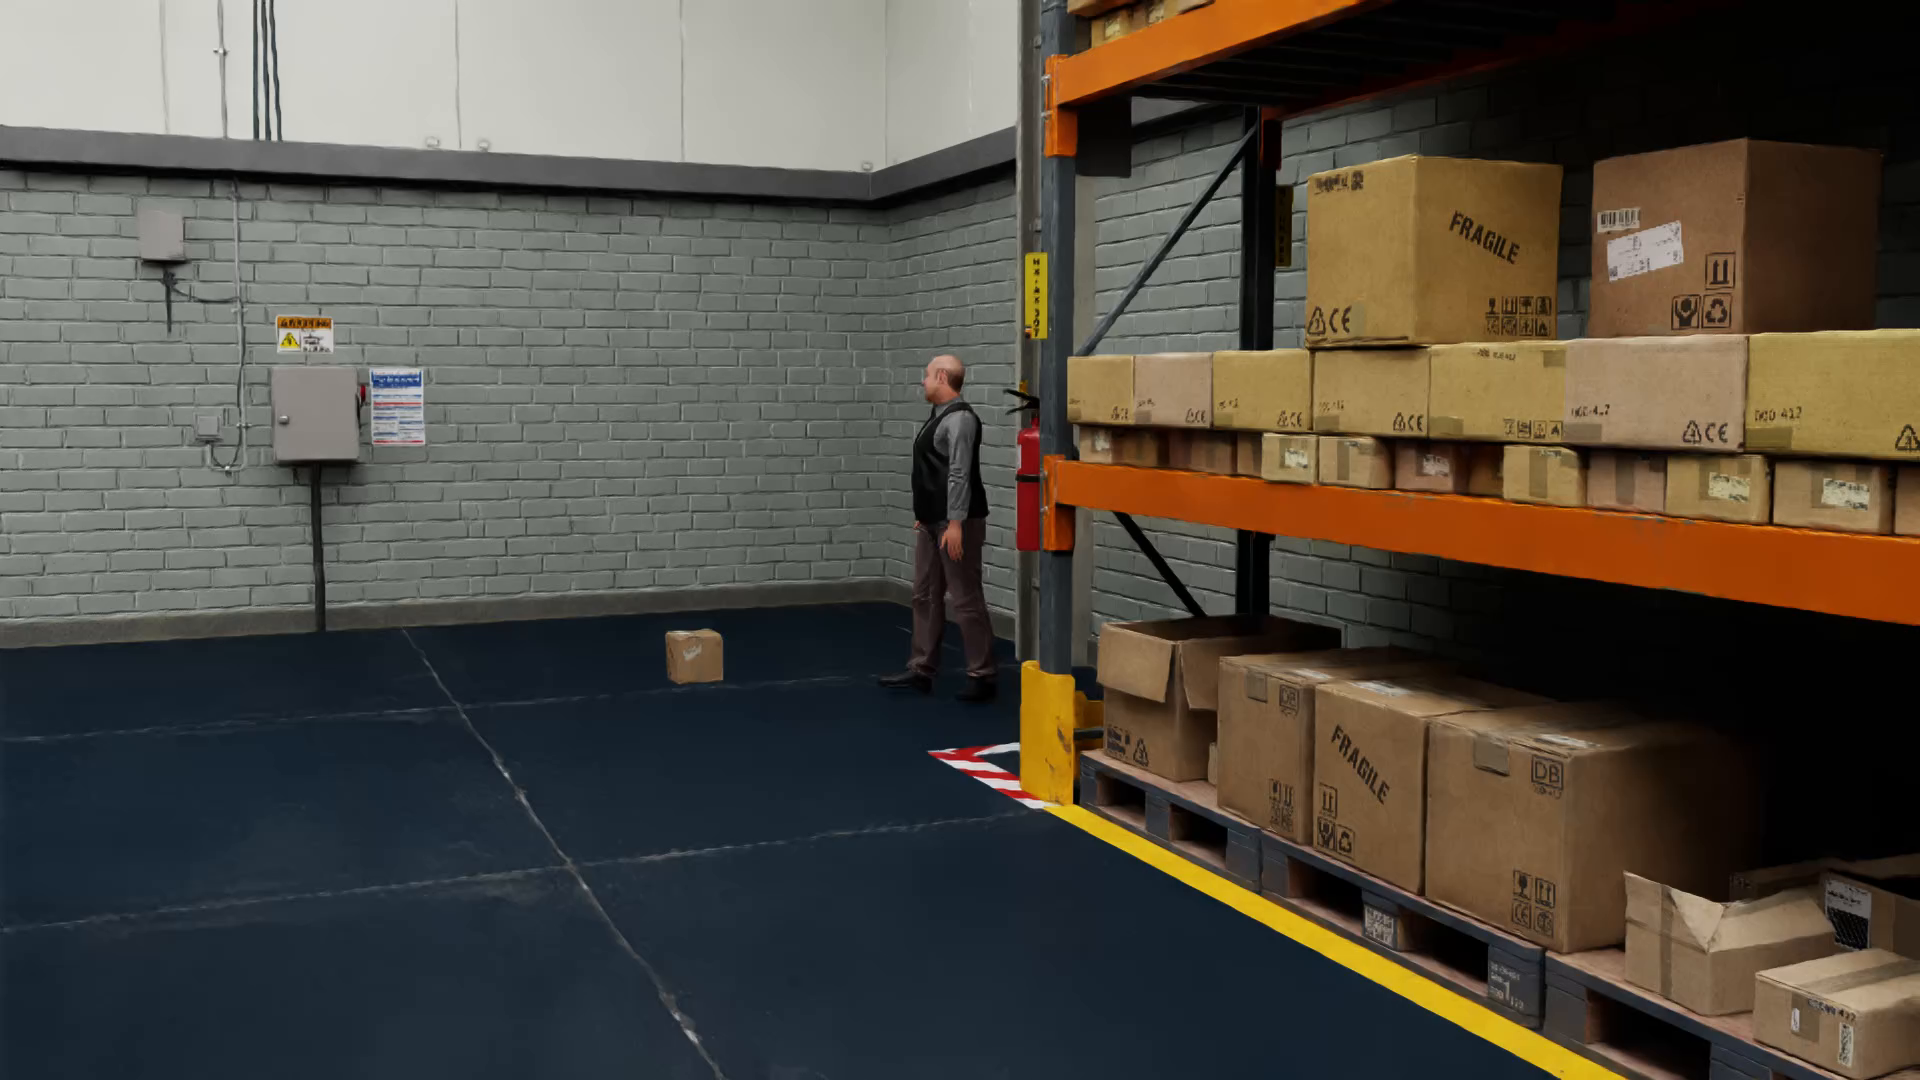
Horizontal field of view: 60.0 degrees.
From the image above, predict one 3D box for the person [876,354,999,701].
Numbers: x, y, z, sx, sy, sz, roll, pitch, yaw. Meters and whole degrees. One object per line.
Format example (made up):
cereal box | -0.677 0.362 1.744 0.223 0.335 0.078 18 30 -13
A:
person | -0.119 -0.073 8.404 0.577 1.720 0.650 -2 6 -17
